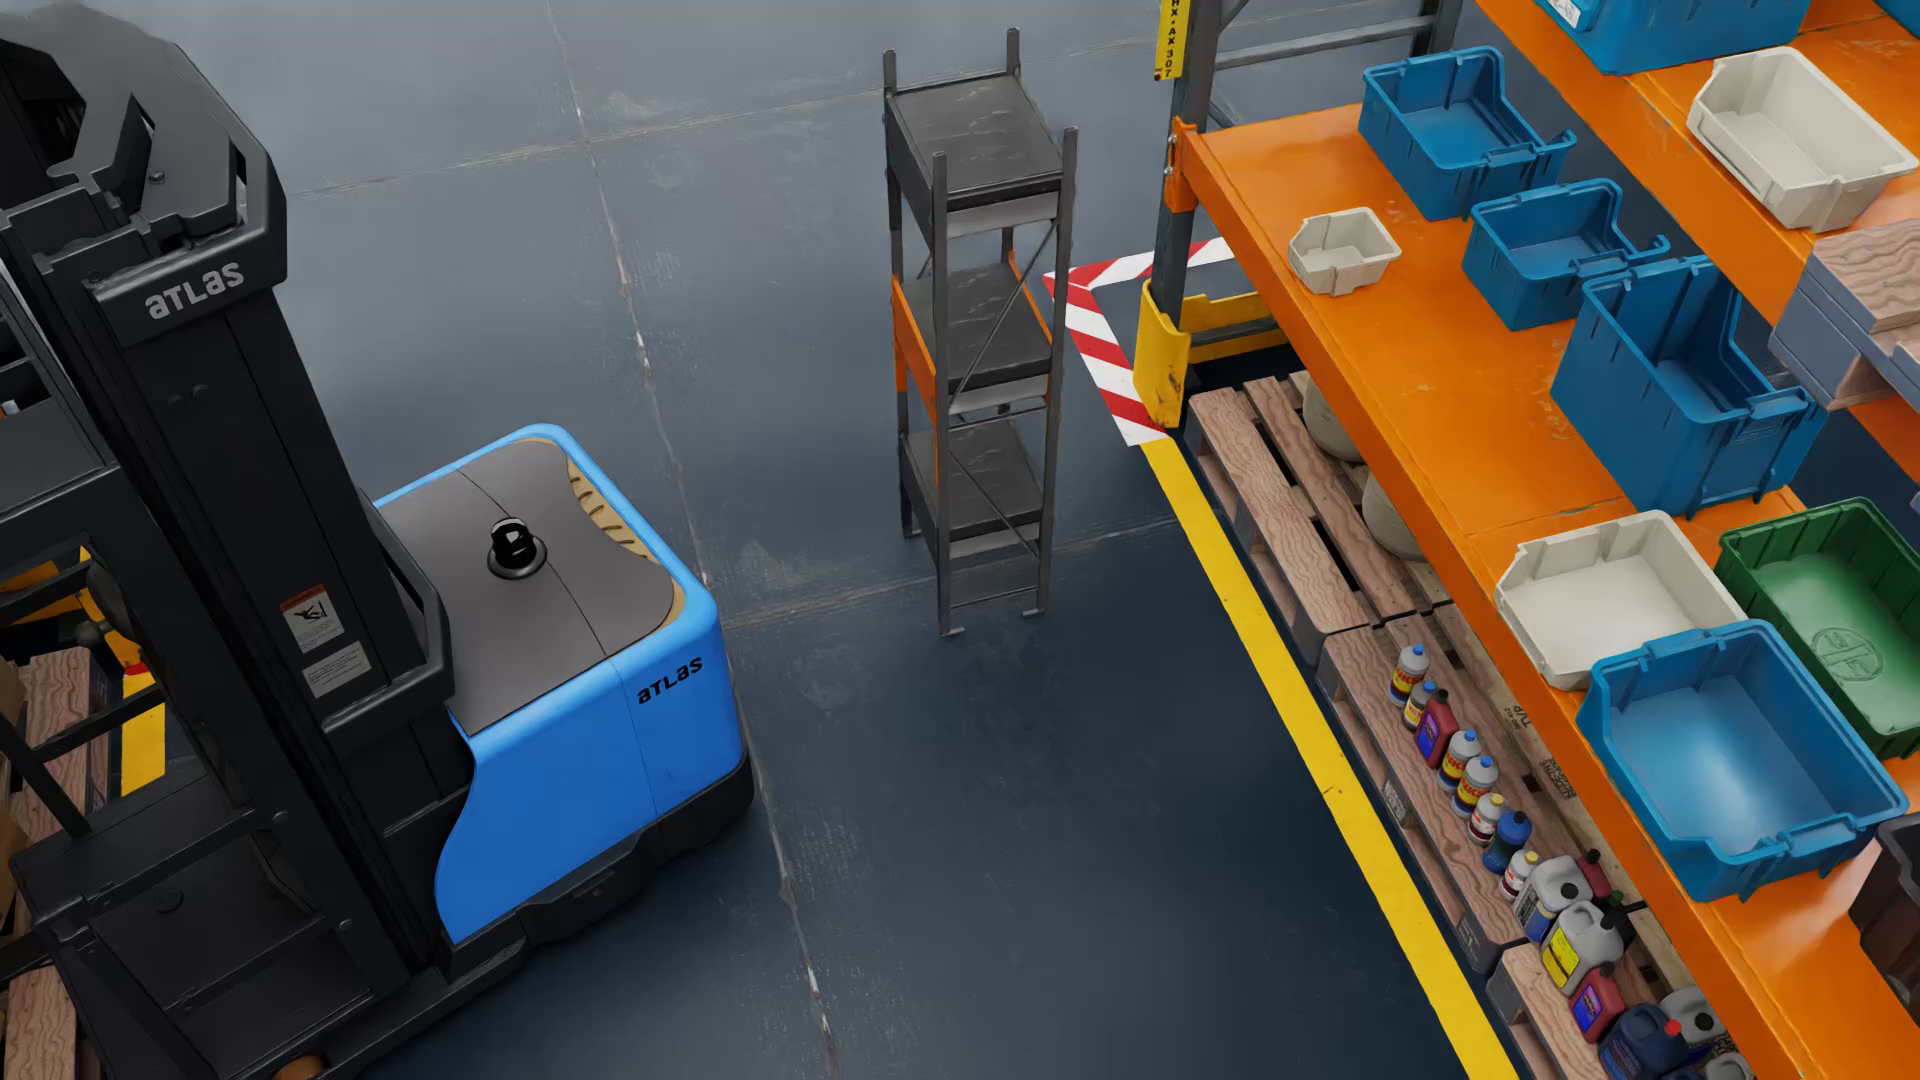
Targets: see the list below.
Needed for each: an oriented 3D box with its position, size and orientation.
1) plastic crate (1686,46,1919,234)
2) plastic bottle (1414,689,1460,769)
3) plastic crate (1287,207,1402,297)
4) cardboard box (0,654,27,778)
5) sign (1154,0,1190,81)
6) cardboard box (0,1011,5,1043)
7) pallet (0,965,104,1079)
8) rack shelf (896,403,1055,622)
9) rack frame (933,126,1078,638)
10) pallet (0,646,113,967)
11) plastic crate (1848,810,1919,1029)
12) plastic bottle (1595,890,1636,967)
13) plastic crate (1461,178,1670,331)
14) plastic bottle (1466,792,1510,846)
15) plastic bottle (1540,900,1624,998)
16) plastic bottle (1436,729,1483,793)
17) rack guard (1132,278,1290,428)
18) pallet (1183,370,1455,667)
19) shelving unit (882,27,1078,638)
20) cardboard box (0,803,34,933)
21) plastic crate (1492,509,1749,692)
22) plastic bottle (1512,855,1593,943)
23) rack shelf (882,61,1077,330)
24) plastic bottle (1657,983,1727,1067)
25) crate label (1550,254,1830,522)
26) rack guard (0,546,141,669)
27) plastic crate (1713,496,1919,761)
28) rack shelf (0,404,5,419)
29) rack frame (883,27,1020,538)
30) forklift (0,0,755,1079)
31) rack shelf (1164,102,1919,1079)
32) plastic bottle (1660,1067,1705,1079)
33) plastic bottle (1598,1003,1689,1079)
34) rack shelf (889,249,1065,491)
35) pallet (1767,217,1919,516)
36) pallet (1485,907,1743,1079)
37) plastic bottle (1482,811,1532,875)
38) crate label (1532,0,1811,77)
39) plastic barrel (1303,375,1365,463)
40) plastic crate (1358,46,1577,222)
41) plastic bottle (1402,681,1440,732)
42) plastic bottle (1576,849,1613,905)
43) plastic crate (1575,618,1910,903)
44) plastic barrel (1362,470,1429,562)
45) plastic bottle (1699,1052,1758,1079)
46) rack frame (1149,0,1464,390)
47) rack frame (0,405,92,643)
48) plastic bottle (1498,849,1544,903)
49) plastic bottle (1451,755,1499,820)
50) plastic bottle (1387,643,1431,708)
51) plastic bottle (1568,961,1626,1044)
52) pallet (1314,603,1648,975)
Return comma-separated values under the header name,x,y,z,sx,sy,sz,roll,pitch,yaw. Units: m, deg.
name,x,y,z,sx,sy,sz,roll,pitch,yaw
plastic crate,1.552,-0.743,3.125,0.243,0.136,0.396,-13,51,-11
plastic bottle,1.518,0.596,5.275,0.061,0.283,0.133,-13,51,-10
plastic crate,1.188,-0.891,5.211,0.298,0.136,0.250,-13,51,-11
cardboard box,-3.332,0.548,5.186,0.500,0.500,0.500,-5,50,-4
sign,0.704,-1.670,5.515,0.100,0.325,0.005,-13,51,-11
cardboard box,-2.956,1.438,4.436,0.500,0.500,0.500,-9,50,-8
pallet,-2.915,1.863,4.541,1.003,0.211,1.213,-13,51,-11
rack shelf,0.049,-0.096,5.891,0.431,0.518,0.480,-13,51,-11
rack frame,0.121,-0.378,5.195,0.400,2.100,0.015,-13,51,-11
pallet,-3.272,0.974,5.291,1.003,0.211,1.213,-13,51,-11
plastic crate,2.380,0.828,3.630,0.767,0.338,0.504,-13,51,-11
plastic bottle,1.886,1.130,4.824,0.061,0.283,0.133,-13,51,-11
plastic crate,1.851,-0.881,5.128,0.499,0.251,0.408,-13,51,-11
plastic bottle,1.629,0.849,5.115,0.097,0.201,0.097,0,50,0
plastic bottle,1.795,1.150,4.763,0.144,0.351,0.185,-14,51,-11
plastic bottle,1.570,0.681,5.211,0.097,0.271,0.097,0,50,0
rack guard,1.298,-0.851,6.641,1.175,0.500,0.348,-13,51,-11
pallet,1.533,-0.164,6.250,1.003,0.211,1.213,-13,51,-11
shelving unit,0.049,-0.556,5.345,0.431,2.100,0.503,-13,51,-11
cardboard box,-3.123,0.977,4.825,0.500,0.500,0.500,-2,50,-1
plastic crate,1.691,0.176,4.312,0.530,0.136,0.437,-13,51,-11
plastic bottle,1.751,1.055,4.893,0.152,0.276,0.135,-12,51,-10
rack shelf,0.049,-0.998,4.821,0.431,0.518,0.480,-13,51,-11
plastic bottle,2.025,1.358,4.637,0.152,0.276,0.135,-13,51,-11
crate label,2.033,-0.430,4.628,0.502,0.435,0.616,-13,51,-11
rack guard,-3.479,0.279,5.688,1.175,0.500,0.348,-13,51,-11
plastic crate,2.282,0.232,4.231,0.450,0.188,0.662,-13,51,-11
rack shelf,-2.910,1.110,3.822,1.077,0.370,4.000,-13,51,-11
rack frame,-0.023,-0.734,5.496,0.400,2.100,0.015,-13,51,-11
forklift,-2.146,0.343,4.044,3.031,2.935,1.130,-31,56,-23
rack shelf,1.822,-0.009,4.767,1.077,0.370,4.000,-13,51,-11
plastic bottle,1.948,1.526,4.446,0.144,0.351,0.185,-15,51,-12
plastic bottle,1.891,1.386,4.564,0.144,0.351,0.185,-16,52,-13
rack shelf,0.049,-0.547,5.356,0.431,0.518,0.480,-13,51,-11
pallet,2.107,-0.191,2.611,1.213,0.211,1.003,-13,51,-11
pallet,2.255,1.618,4.748,1.003,0.211,1.213,-13,51,-11
plastic bottle,1.660,0.902,5.025,0.097,0.271,0.097,0,50,0
crate label,1.468,-1.179,3.417,0.502,0.251,0.408,-13,51,-11
plastic barrel,1.498,-0.572,6.123,0.421,0.512,0.421,0,50,0
plastic crate,1.664,-1.356,5.529,0.499,0.251,0.616,-13,51,-11
plastic bottle,1.500,0.528,5.385,0.097,0.201,0.097,0,50,0
plastic bottle,1.853,1.028,4.910,0.061,0.283,0.133,-13,51,-11
plastic crate,1.827,0.520,3.947,0.499,0.251,0.616,-13,51,-11
plastic barrel,1.646,-0.206,5.814,0.421,0.512,0.421,0,50,0
plastic bottle,2.085,1.494,4.474,0.144,0.351,0.185,-13,51,-11
rack frame,1.230,-1.702,5.723,1.000,3.000,0.127,-13,51,-11
rack frame,-3.501,-0.582,4.779,1.000,3.000,0.127,-13,51,-11
plastic bottle,1.690,0.999,4.989,0.097,0.201,0.097,0,50,0
plastic bottle,1.600,0.754,5.149,0.097,0.271,0.097,0,50,0
plastic bottle,1.469,0.430,5.422,0.097,0.271,0.097,0,50,0
plastic bottle,1.803,1.298,4.683,0.061,0.283,0.133,-10,51,-9
pallet,1.890,0.726,5.500,1.003,0.211,1.213,-13,51,-11
